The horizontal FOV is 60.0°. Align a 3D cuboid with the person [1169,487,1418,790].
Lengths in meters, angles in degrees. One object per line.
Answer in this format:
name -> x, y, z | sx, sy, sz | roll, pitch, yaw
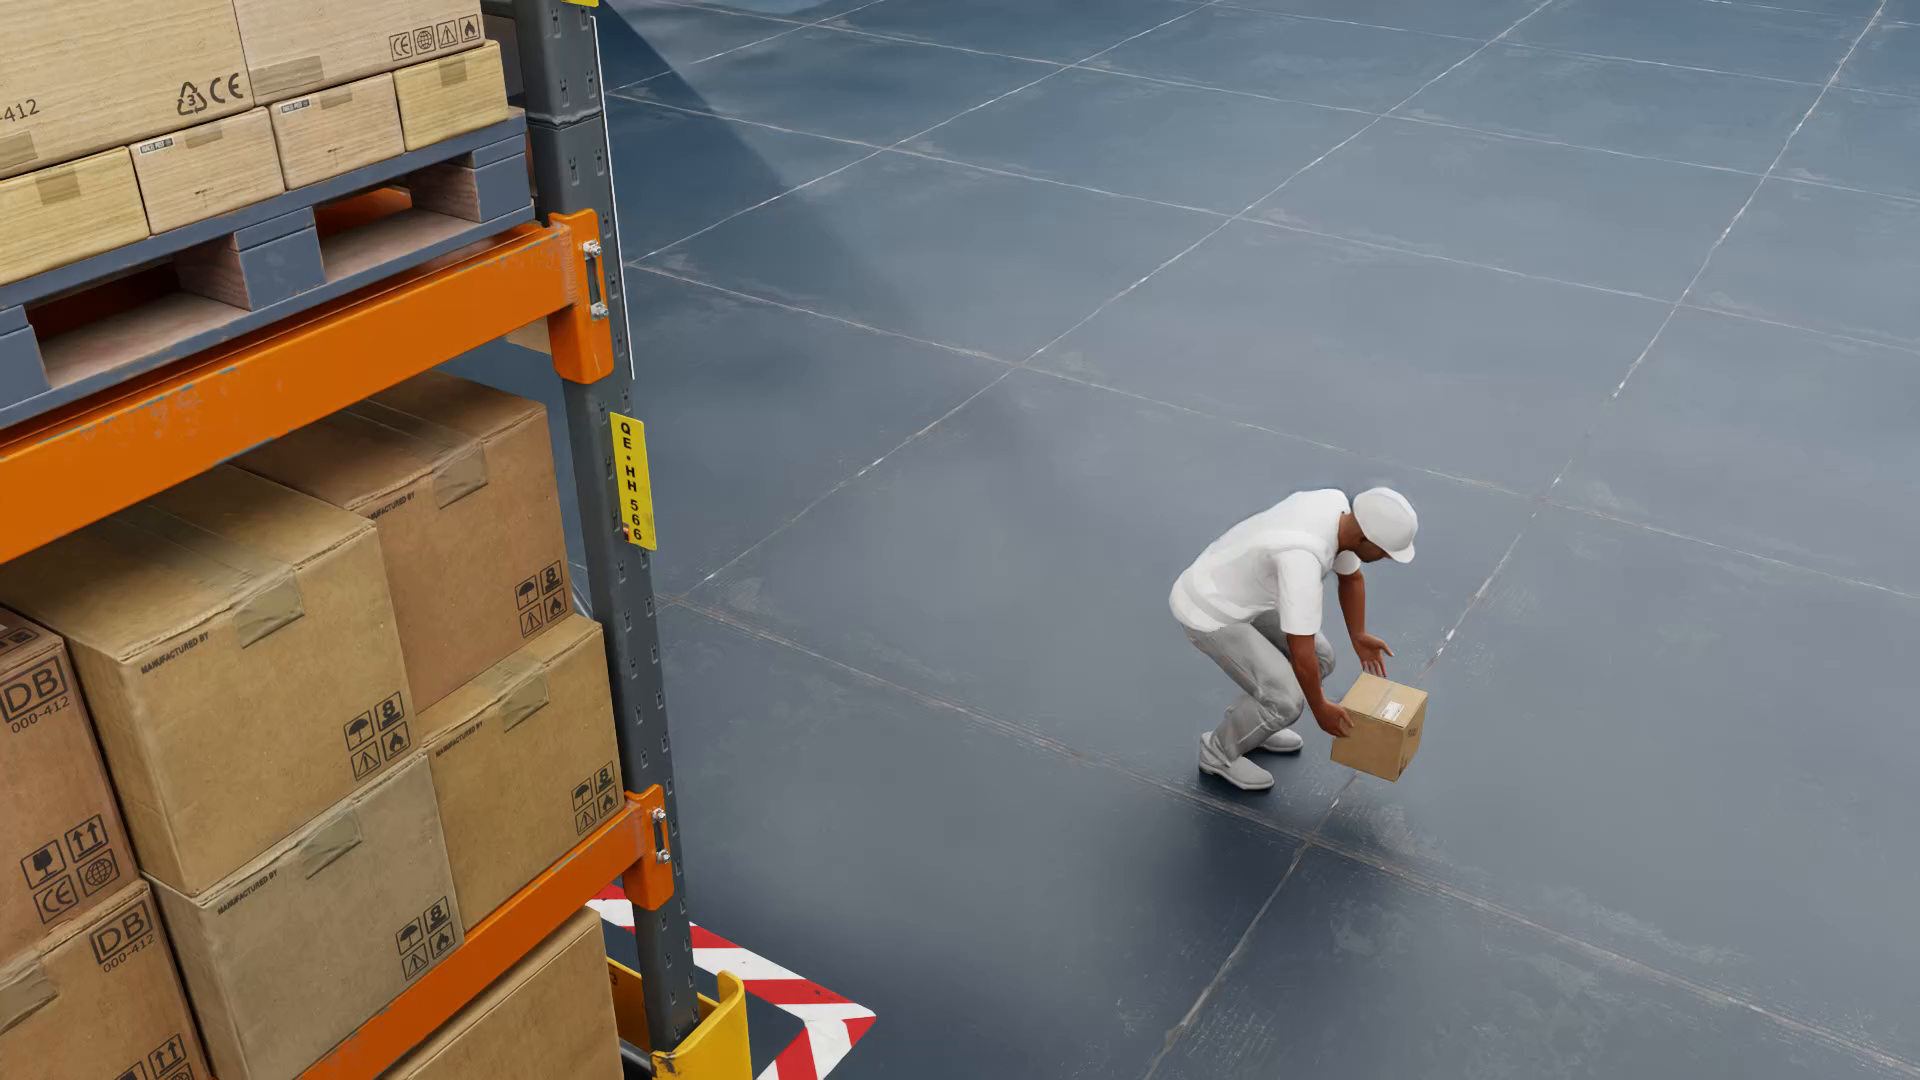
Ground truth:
person -> 1.202, 0.297, 6.103 | 0.823, 1.260, 0.626 | 18, 35, 27
